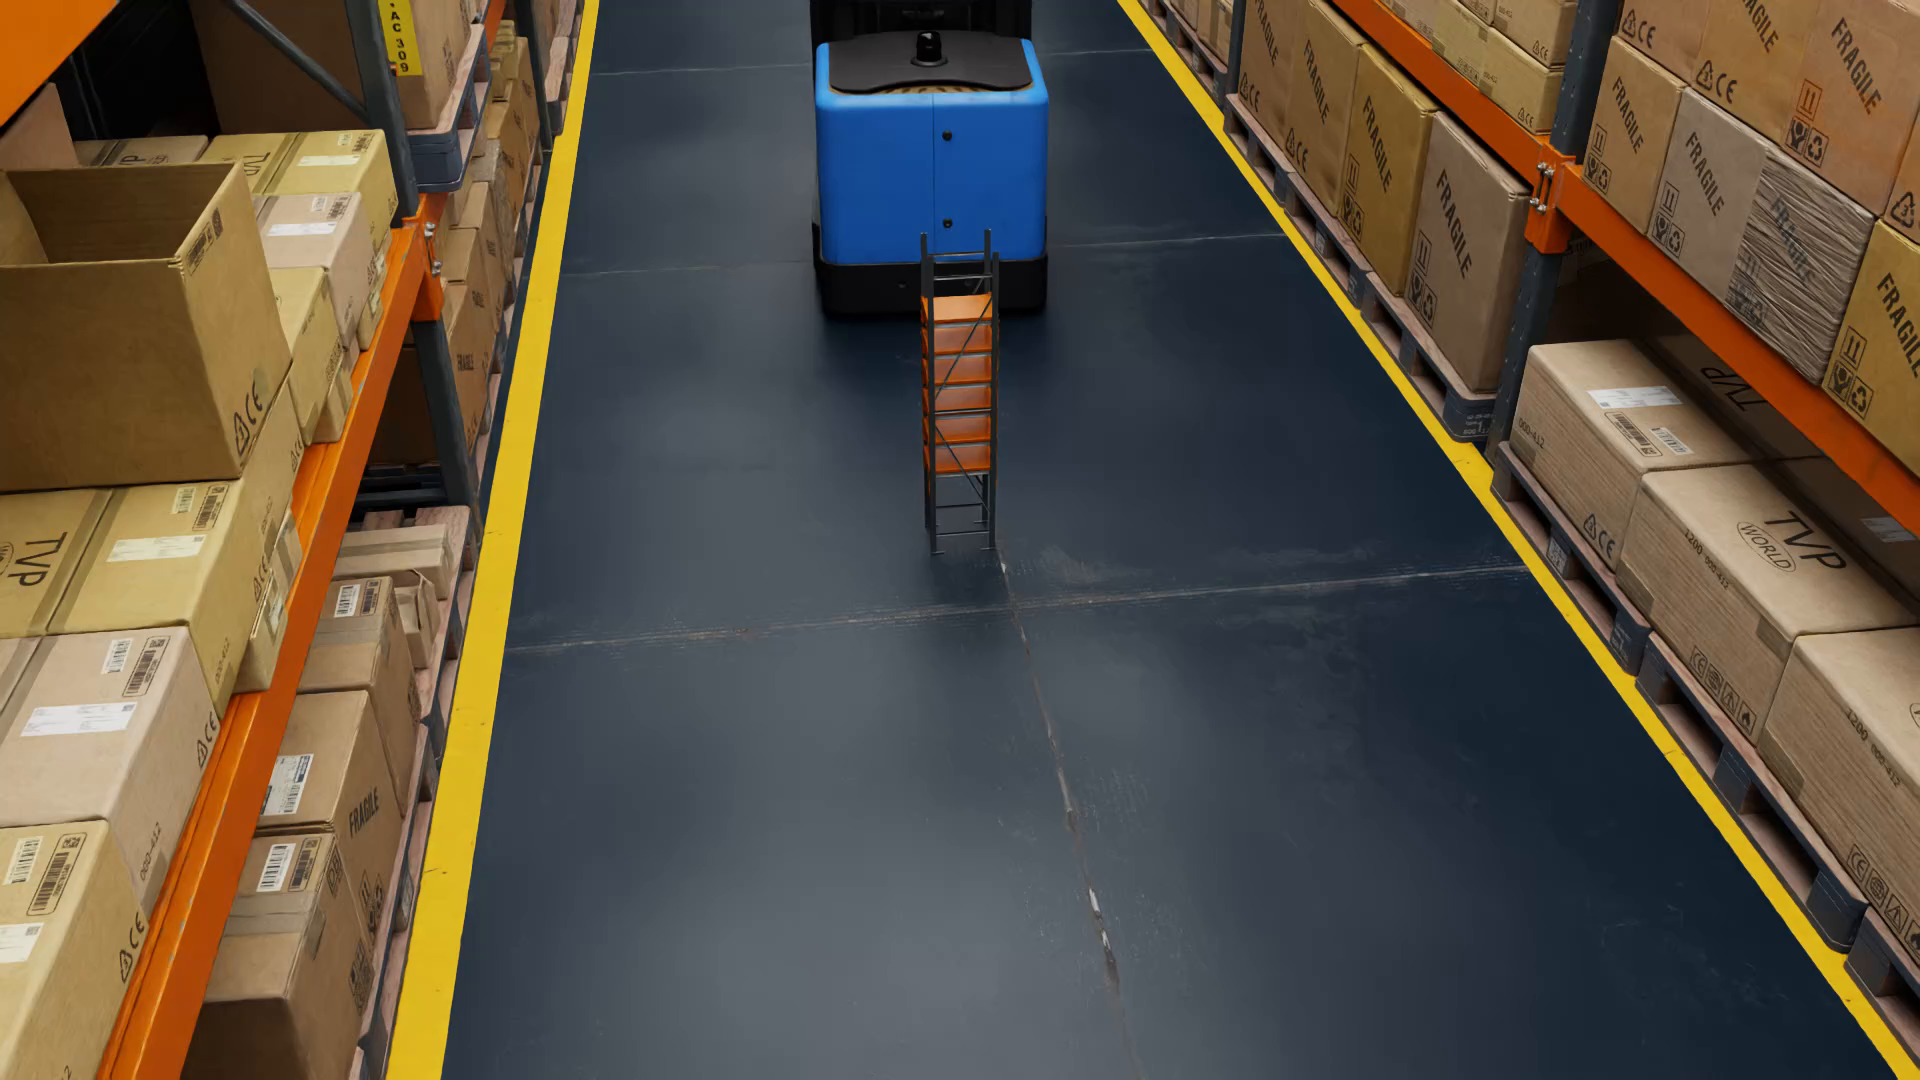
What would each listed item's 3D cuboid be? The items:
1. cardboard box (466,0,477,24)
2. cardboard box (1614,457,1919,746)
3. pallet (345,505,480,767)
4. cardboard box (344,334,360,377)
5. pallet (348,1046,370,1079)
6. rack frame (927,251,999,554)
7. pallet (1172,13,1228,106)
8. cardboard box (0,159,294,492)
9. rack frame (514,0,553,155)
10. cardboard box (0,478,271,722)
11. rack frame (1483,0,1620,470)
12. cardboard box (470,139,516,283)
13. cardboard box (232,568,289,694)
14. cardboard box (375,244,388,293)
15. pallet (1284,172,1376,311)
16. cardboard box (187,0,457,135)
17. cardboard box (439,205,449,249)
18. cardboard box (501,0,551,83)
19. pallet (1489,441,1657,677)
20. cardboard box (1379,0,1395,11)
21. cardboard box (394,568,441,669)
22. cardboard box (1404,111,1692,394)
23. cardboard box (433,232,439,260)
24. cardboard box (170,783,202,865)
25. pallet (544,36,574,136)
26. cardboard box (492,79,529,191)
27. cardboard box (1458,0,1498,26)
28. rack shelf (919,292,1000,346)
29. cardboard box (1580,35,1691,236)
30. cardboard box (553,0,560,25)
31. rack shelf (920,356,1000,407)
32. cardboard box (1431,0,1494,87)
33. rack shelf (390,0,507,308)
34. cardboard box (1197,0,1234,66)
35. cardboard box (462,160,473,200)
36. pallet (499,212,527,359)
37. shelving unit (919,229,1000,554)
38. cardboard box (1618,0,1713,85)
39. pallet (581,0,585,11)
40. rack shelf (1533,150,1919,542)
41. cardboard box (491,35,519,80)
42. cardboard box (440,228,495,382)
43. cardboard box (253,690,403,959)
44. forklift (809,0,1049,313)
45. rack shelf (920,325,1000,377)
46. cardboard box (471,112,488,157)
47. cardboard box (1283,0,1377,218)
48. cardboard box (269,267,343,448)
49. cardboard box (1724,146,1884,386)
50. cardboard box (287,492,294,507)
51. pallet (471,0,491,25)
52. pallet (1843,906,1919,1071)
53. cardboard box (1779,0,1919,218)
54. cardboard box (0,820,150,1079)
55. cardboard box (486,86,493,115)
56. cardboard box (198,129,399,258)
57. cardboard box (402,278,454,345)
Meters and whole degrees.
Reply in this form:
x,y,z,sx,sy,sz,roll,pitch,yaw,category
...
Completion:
x,y,z,sx,sy,sz,roll,pitch,yaw,category
-2.098,-2.127,6.453,0.396,0.266,0.258,-3,34,-4,cardboard box
2.726,0.161,5.252,0.875,0.438,0.875,-5,35,-8,cardboard box
-2.200,0.331,5.576,1.003,0.211,1.213,-4,35,-6,pallet
-1.874,-0.506,4.552,0.380,0.149,0.250,-4,34,-5,cardboard box
-1.871,1.693,3.578,1.003,0.211,1.213,-4,35,-6,pallet
0.010,-0.453,5.849,0.240,1.200,0.006,-4,35,-6,rack frame
1.986,-3.098,10.609,1.003,0.211,1.213,-4,35,-6,pallet
-1.749,-0.454,3.455,0.500,0.500,0.500,-4,34,-5,cardboard box
-2.829,-3.436,8.629,1.000,3.000,0.127,-4,35,-6,rack frame
-1.687,0.129,3.266,0.500,0.250,0.500,-5,35,-7,cardboard box
2.627,-1.582,5.908,1.000,3.000,0.127,-4,35,-6,rack frame
-2.341,-1.497,7.630,0.500,0.500,0.500,-6,35,-8,cardboard box
-1.649,0.205,3.509,0.380,0.149,0.250,-5,35,-8,cardboard box
-1.941,-0.798,4.980,0.380,0.149,0.250,-3,34,-5,cardboard box
2.281,-1.537,8.318,1.003,0.211,1.213,-4,35,-6,pallet
-2.134,-1.706,5.628,0.700,0.500,0.500,-4,34,-5,cardboard box
-2.286,-1.276,6.730,0.380,0.149,0.250,-5,35,-7,cardboard box
-2.899,-2.978,9.692,0.875,0.625,0.625,-3,34,-5,cardboard box
2.652,0.000,6.062,1.003,0.211,1.213,-4,35,-6,pallet
2.127,-2.607,7.545,0.500,0.250,0.500,-4,35,-6,cardboard box
-1.877,0.240,5.289,0.396,0.266,0.258,-3,34,-5,cardboard box
2.464,-1.218,6.887,0.875,0.875,0.875,-3,34,-5,cardboard box
-2.158,-1.097,6.203,0.380,0.149,0.250,-6,35,-9,cardboard box
-1.648,0.499,3.077,0.380,0.149,0.250,-3,34,-5,cardboard box
-2.901,-2.746,10.093,1.003,0.211,1.213,-4,35,-6,pallet
-2.502,-2.077,8.481,0.500,0.500,0.500,-5,35,-7,cardboard box
2.252,-2.233,6.552,0.500,0.250,0.500,-4,34,-5,cardboard box
-0.002,-0.765,5.746,0.258,0.103,0.180,-4,35,-6,rack shelf
2.431,-1.342,5.467,0.500,0.500,0.500,-3,34,-5,cardboard box
-3.086,-3.717,10.777,0.875,0.625,0.625,-6,35,-8,cardboard box
-0.002,-0.566,5.881,0.258,0.103,0.180,-4,35,-6,rack shelf
2.250,-2.036,6.707,0.500,0.250,0.500,-5,35,-7,cardboard box
-2.560,-2.023,7.194,1.077,0.370,4.000,-4,35,-6,rack shelf
2.023,-3.218,10.269,0.950,0.372,0.625,-7,35,-10,cardboard box
-2.313,-1.557,7.142,0.380,0.149,0.250,-3,34,-5,cardboard box
-2.605,-1.185,7.802,1.003,0.211,1.213,-4,35,-6,pallet
-0.002,-0.504,5.924,0.258,1.200,0.189,-4,35,-6,shelving unit
2.451,-1.753,5.182,0.500,0.500,0.500,-4,34,-6,cardboard box
-3.229,-4.108,12.091,1.003,0.211,1.213,-4,35,-6,pallet
2.896,-0.169,4.473,1.077,0.370,4.000,-4,35,-6,rack shelf
-2.444,-2.439,8.436,0.380,0.149,0.250,-6,35,-9,cardboard box
-2.214,-0.928,6.795,0.500,0.500,0.500,-5,35,-7,cardboard box
-1.790,0.756,4.323,0.500,0.500,0.500,-4,34,-5,cardboard box
-0.208,-3.061,8.139,1.130,2.935,3.031,-2,34,-3,forklift
-0.002,-0.665,5.814,0.258,0.103,0.180,-4,35,-6,rack shelf
-2.361,-1.847,7.567,0.380,0.149,0.250,-6,35,-9,cardboard box
2.216,-2.220,8.358,0.875,0.875,0.875,-4,34,-6,cardboard box
-1.845,-0.442,4.104,0.500,0.250,0.500,-5,35,-7,cardboard box
2.555,-0.783,4.646,0.500,0.500,0.500,-4,34,-6,cardboard box
-1.808,-0.079,3.926,0.380,0.149,0.250,-4,35,-6,cardboard box
-2.563,-2.272,7.091,1.003,0.211,1.213,-4,35,-6,pallet
2.980,1.362,4.064,1.003,0.211,1.213,-4,35,-6,pallet
2.571,-1.184,4.347,0.500,0.500,0.500,-4,34,-5,cardboard box
-1.547,0.693,2.438,0.500,0.250,0.500,-4,34,-6,cardboard box
-2.462,-2.138,7.994,0.380,0.149,0.250,-3,34,-5,cardboard box
-1.981,-0.999,4.922,0.500,0.250,0.500,-4,34,-5,cardboard box
-2.076,-0.833,6.080,0.380,0.149,0.250,-3,34,-4,cardboard box
